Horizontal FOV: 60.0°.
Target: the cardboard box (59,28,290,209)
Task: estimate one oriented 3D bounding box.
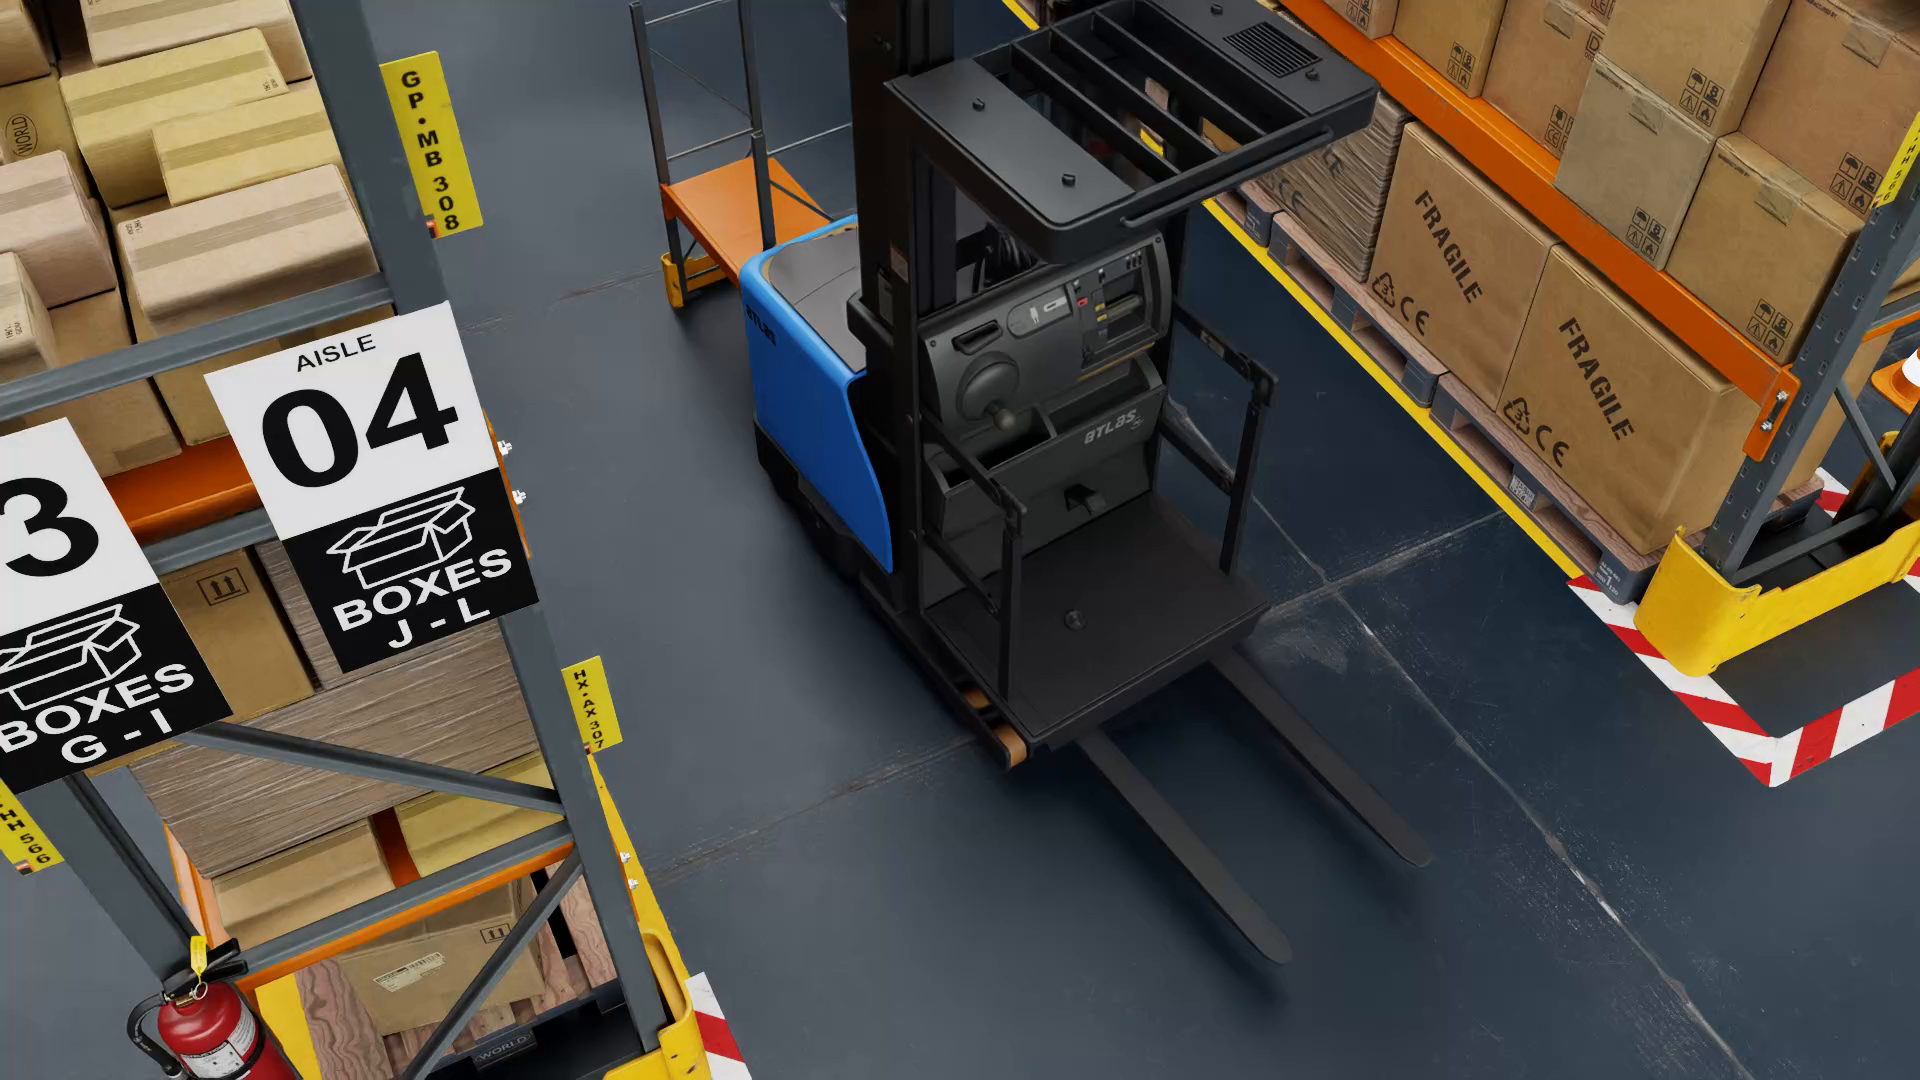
[{"bbox_3d":[-1.493,-0.817,3.206,0.380,0.149,0.250,-22,52,-18],"label":"cardboard box"}]

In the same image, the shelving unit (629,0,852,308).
[{"bbox_3d":[-0.804,-1.371,6.845,0.587,1.500,1.083,-26,54,-21],"label":"shelving unit"}]

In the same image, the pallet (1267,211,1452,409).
[{"bbox_3d":[2.152,-1.197,7.549,1.003,0.211,1.213,-21,52,-18],"label":"pallet"}]

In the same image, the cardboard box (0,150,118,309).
[{"bbox_3d":[-1.734,-0.513,2.940,0.380,0.149,0.250,-23,53,-19],"label":"cardboard box"}]

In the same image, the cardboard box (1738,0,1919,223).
[{"bbox_3d":[3.006,-1.458,5.108,0.875,0.550,0.550,-21,52,-18],"label":"cardboard box"}]

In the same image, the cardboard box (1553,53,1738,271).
[{"bbox_3d":[2.661,-1.434,5.804,0.875,0.550,0.550,-21,52,-18],"label":"cardboard box"}]

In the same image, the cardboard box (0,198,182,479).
[{"bbox_3d":[-1.761,-0.324,3.040,0.500,0.250,0.500,-20,52,-17],"label":"cardboard box"}]

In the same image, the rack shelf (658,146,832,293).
[{"bbox_3d":[-0.799,-1.246,6.975,0.538,0.185,1.000,-26,54,-21],"label":"rack shelf"}]

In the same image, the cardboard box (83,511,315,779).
[{"bbox_3d":[-1.786,0.107,3.628,0.500,0.500,0.500,-21,52,-18],"label":"cardboard box"}]

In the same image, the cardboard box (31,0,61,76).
[{"bbox_3d":[-2.219,-1.003,3.634,0.500,0.250,0.500,-20,52,-17],"label":"cardboard box"}]

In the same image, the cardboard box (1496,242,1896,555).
[{"bbox_3d":[2.773,-0.661,6.360,0.875,0.875,0.875,-21,52,-17],"label":"cardboard box"}]

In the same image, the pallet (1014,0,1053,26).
[{"bbox_3d":[0.891,-3.041,9.162,1.003,0.211,1.213,-21,52,-18],"label":"pallet"}]

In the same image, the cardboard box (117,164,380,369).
[{"bbox_3d":[-1.235,-0.484,2.915,0.380,0.149,0.250,-22,52,-18],"label":"cardboard box"}]

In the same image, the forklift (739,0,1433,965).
[{"bbox_3d":[0.417,-0.572,5.196,1.130,2.935,3.031,-27,54,-22],"label":"forklift"}]

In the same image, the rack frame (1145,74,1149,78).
[{"bbox_3d":[1.311,-3.468,7.683,1.000,3.000,0.127,-21,52,-18],"label":"rack frame"}]

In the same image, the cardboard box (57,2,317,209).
[{"bbox_3d":[-1.547,-0.843,3.494,0.500,0.250,0.500,-22,52,-18],"label":"cardboard box"}]

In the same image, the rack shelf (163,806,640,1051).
[{"bbox_3d":[-2.230,-0.252,5.348,1.077,0.370,4.000,-21,52,-18],"label":"rack shelf"}]

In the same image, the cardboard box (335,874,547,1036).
[{"bbox_3d":[-1.586,1.111,5.060,0.500,0.500,0.500,-13,50,-11],"label":"cardboard box"}]

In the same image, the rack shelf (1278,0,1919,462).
[{"bbox_3d":[2.227,-1.893,6.783,1.077,0.370,4.000,-21,52,-18],"label":"rack shelf"}]

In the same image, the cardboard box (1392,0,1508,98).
[{"bbox_3d":[2.237,-2.192,6.468,0.875,0.550,0.500,-21,52,-18],"label":"cardboard box"}]

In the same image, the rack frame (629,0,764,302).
[{"bbox_3d":[-1.072,-1.688,7.123,0.500,1.500,0.032,-26,54,-21],"label":"rack frame"}]

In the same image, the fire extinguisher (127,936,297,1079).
[{"bbox_3d":[-1.672,1.111,3.730,0.296,0.674,0.183,-21,52,-18],"label":"fire extinguisher"}]

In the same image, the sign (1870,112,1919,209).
[{"bbox_3d":[2.653,-1.073,4.661,0.100,0.325,0.005,-21,52,-18],"label":"sign"}]

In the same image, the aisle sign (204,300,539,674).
[{"bbox_3d":[-1.020,-0.068,2.982,0.394,0.787,0.004,-21,52,-18],"label":"aisle sign"}]

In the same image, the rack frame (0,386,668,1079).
[{"bbox_3d":[-1.315,0.850,3.907,1.000,3.000,0.127,-21,52,-18],"label":"rack frame"}]

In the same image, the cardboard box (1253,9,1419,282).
[{"bbox_3d":[1.953,-1.860,7.409,0.875,0.875,0.875,-21,52,-17],"label":"cardboard box"}]

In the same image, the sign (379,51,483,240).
[{"bbox_3d":[-0.832,-0.612,2.612,0.100,0.325,0.005,-21,52,-18],"label":"sign"}]

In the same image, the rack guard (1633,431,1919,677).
[{"bbox_3d":[3.153,0.048,6.269,1.175,0.500,0.348,-21,52,-18],"label":"rack guard"}]

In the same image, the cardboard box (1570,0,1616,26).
[{"bbox_3d":[2.537,-2.216,5.771,0.875,0.550,0.550,-21,52,-18],"label":"cardboard box"}]

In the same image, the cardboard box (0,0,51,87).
[{"bbox_3d":[-2.095,-1.026,3.389,0.380,0.149,0.250,-21,52,-17],"label":"cardboard box"}]

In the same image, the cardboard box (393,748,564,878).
[{"bbox_3d":[-1.233,0.660,4.240,0.380,0.149,0.250,-21,52,-18],"label":"cardboard box"}]
